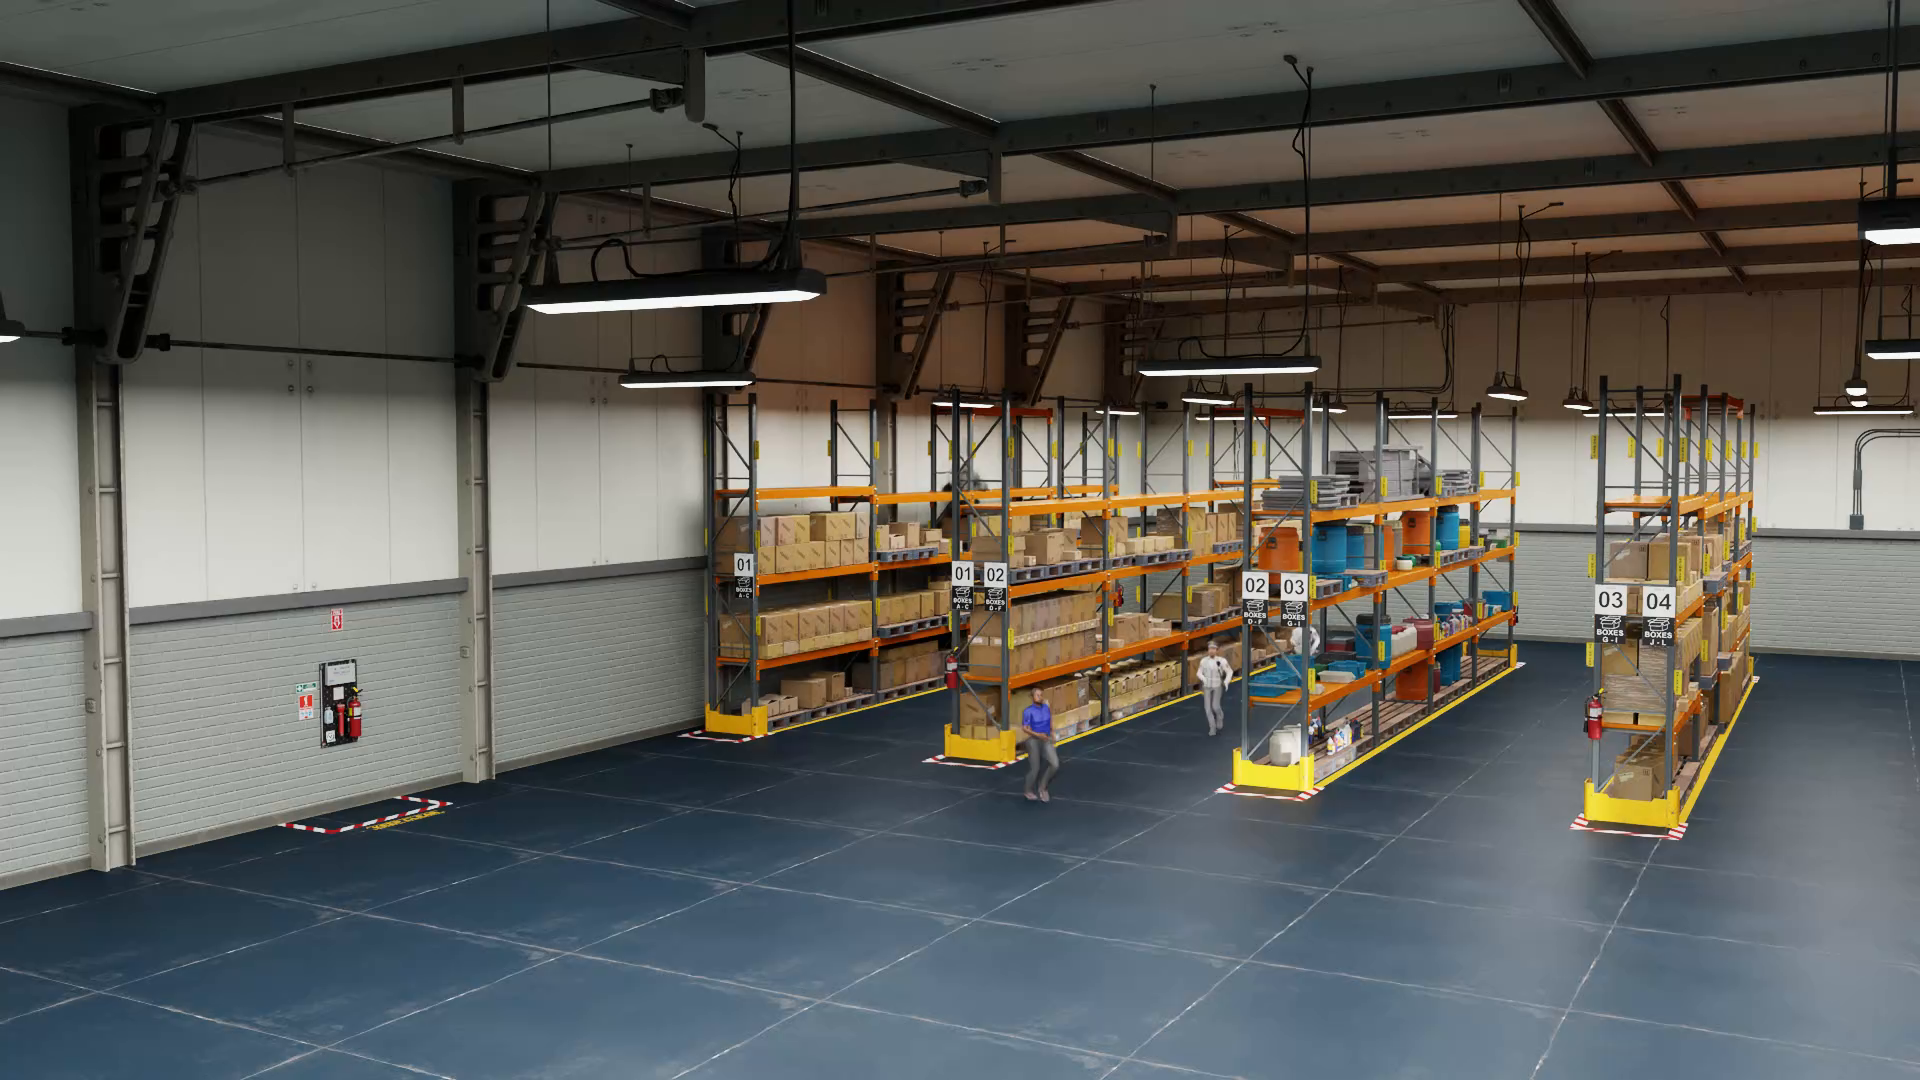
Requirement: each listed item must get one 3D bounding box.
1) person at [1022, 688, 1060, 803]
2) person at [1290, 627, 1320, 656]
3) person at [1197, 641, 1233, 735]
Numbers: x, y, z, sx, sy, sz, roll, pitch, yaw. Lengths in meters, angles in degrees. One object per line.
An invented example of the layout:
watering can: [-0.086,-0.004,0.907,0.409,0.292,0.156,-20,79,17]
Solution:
person: [1.152,2.917,23.642,0.586,1.636,0.658,-2,4,-29]
person: [7.047,2.322,34.061,0.602,1.655,0.554,1,3,18]
person: [4.425,2.599,29.195,0.571,1.659,0.538,1,3,21]
